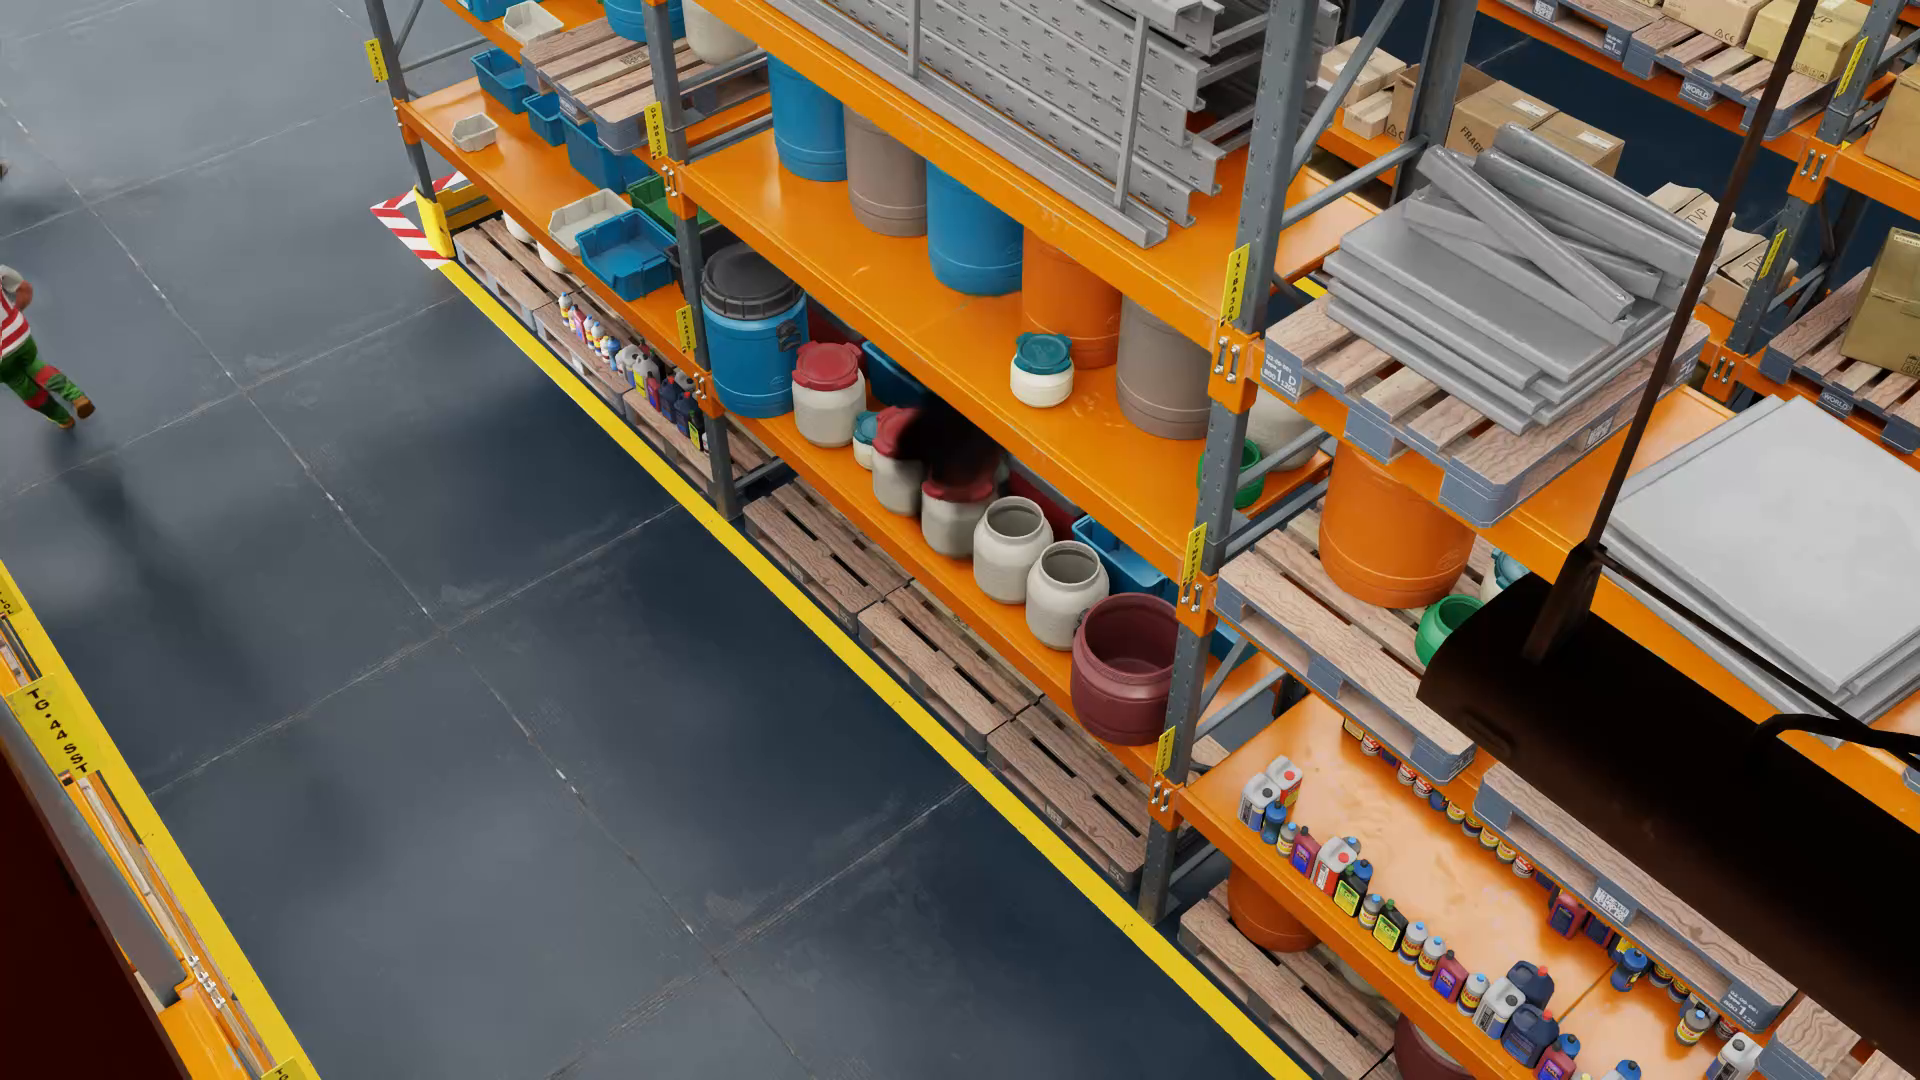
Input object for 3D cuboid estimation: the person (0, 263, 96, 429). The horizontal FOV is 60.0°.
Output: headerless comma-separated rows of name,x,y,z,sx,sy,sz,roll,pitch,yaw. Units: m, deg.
person,-6.372,-1.295,11.014,0.586,1.734,0.670,24,51,21
